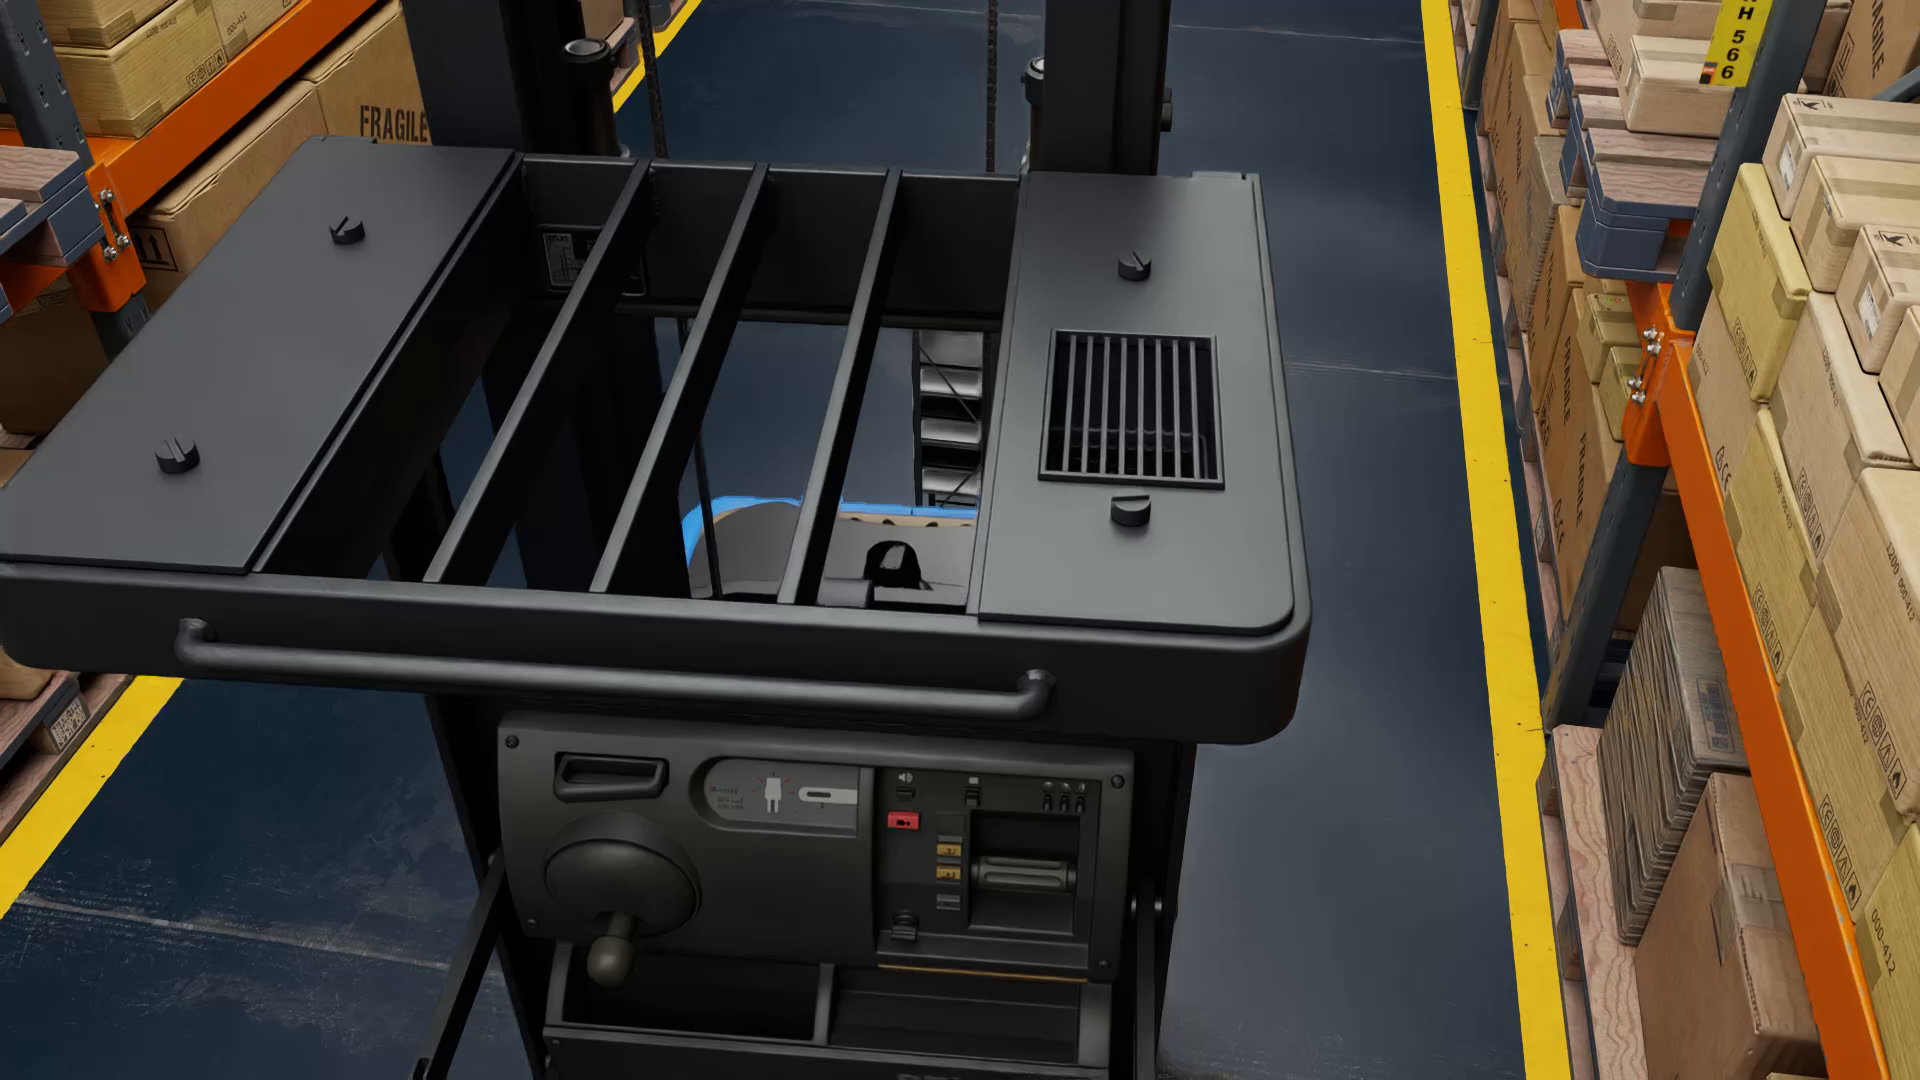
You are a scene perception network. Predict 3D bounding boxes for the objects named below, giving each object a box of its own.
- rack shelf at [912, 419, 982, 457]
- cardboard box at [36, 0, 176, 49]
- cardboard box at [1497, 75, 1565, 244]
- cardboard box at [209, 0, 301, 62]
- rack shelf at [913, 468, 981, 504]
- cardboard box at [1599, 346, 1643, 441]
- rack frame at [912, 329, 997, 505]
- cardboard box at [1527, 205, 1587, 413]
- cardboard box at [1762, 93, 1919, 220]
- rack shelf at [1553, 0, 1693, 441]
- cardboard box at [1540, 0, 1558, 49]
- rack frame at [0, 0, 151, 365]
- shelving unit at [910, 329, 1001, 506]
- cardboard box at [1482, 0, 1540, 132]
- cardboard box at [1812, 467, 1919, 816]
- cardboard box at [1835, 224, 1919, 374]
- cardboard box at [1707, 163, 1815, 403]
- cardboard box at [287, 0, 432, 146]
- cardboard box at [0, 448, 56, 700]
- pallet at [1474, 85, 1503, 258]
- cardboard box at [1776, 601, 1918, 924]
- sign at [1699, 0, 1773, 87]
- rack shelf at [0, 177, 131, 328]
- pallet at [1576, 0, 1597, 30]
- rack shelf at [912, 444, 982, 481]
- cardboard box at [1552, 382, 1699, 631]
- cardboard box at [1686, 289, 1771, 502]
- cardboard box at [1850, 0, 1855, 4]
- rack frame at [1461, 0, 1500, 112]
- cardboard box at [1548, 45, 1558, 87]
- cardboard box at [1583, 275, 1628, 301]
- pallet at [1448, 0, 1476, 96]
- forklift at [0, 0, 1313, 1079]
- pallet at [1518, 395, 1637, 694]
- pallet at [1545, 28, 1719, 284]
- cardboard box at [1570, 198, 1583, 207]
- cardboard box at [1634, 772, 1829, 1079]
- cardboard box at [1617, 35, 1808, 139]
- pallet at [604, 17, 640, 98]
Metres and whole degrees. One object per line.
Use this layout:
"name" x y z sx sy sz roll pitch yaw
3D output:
"rack shelf" 0.001 -0.326 4.991 0.258 0.077 0.200 6 40 8
"cardboard box" -2.441 -1.568 4.517 0.500 0.250 0.500 6 40 7
"cardboard box" 2.331 -1.379 6.196 0.500 0.500 0.500 5 40 6
"cardboard box" -2.368 -1.688 5.055 0.500 0.250 0.500 5 40 6
"rack shelf" 0.001 -0.187 5.105 0.258 0.077 0.200 6 40 8
"cardboard box" 1.953 -0.383 4.483 0.380 0.149 0.250 5 40 5
"rack frame" -0.016 -0.288 4.892 0.240 0.900 0.006 6 40 8
"cardboard box" 2.163 -0.726 5.406 0.500 0.500 0.500 8 40 10
"cardboard box" 1.772 -0.718 3.177 0.380 0.149 0.250 8 40 9
"rack shelf" 2.463 -1.575 5.365 1.077 0.370 4.000 6 40 8
"cardboard box" 2.480 -2.015 6.457 0.380 0.149 0.250 4 40 5
"rack frame" -2.772 -1.142 4.277 1.000 3.000 0.127 6 40 8
"shelving unit" 0.001 -0.352 4.969 0.258 0.900 0.210 6 40 8
"cardboard box" 2.504 -2.027 6.980 0.500 0.500 0.500 8 40 10
"cardboard box" 1.603 0.160 2.427 0.500 0.250 0.500 5 40 7
"cardboard box" 1.708 -0.386 2.775 0.380 0.149 0.250 7 40 9
"cardboard box" 1.775 -0.483 3.206 0.500 0.250 0.500 6 40 8
"cardboard box" -2.413 -1.469 6.010 0.875 0.875 0.875 7 40 8
"cardboard box" -2.880 0.062 4.553 0.950 0.372 0.625 4 40 5
"pallet" 2.706 -1.518 6.920 1.003 0.211 1.213 6 40 8
"cardboard box" 1.625 0.352 2.588 0.500 0.250 0.500 5 40 6
"sign" 1.581 -1.067 3.339 0.100 0.325 0.005 6 40 8
"rack shelf" -3.119 0.391 2.988 1.077 0.370 4.000 6 40 8
"pallet" 2.449 -1.744 5.156 1.003 0.211 1.213 6 40 8
"rack shelf" 0.001 -0.257 5.048 0.258 0.077 0.200 6 40 8
"cardboard box" 1.978 -0.084 4.630 0.500 0.500 0.500 7 40 9
"cardboard box" 1.800 -0.288 3.361 0.500 0.250 0.500 7 40 8
"cardboard box" 2.217 -1.843 4.715 0.797 0.503 0.637 6 40 7
"rack frame" 2.809 -3.107 6.654 1.000 3.000 0.127 6 40 8
"cardboard box" 2.366 -1.689 6.062 0.380 0.149 0.250 6 40 8
"cardboard box" 2.059 -0.718 4.888 0.380 0.149 0.250 5 40 6
"pallet" 2.929 -2.463 8.064 1.003 0.211 1.213 6 40 8
"forklift" -0.233 0.551 2.284 1.130 2.935 3.031 3 40 4
"pallet" 2.283 0.013 5.068 1.003 0.211 1.213 6 40 8
"pallet" 2.165 -0.956 4.203 1.213 0.211 1.003 6 40 8
"cardboard box" 2.210 -1.212 5.485 0.380 0.149 0.250 5 40 6
"cardboard box" 1.890 0.957 3.272 0.875 0.625 0.625 8 40 9
"cardboard box" 1.853 -1.116 4.114 0.380 0.149 0.250 7 40 8
"pallet" -2.140 -2.085 7.606 1.003 0.211 1.213 6 40 8
